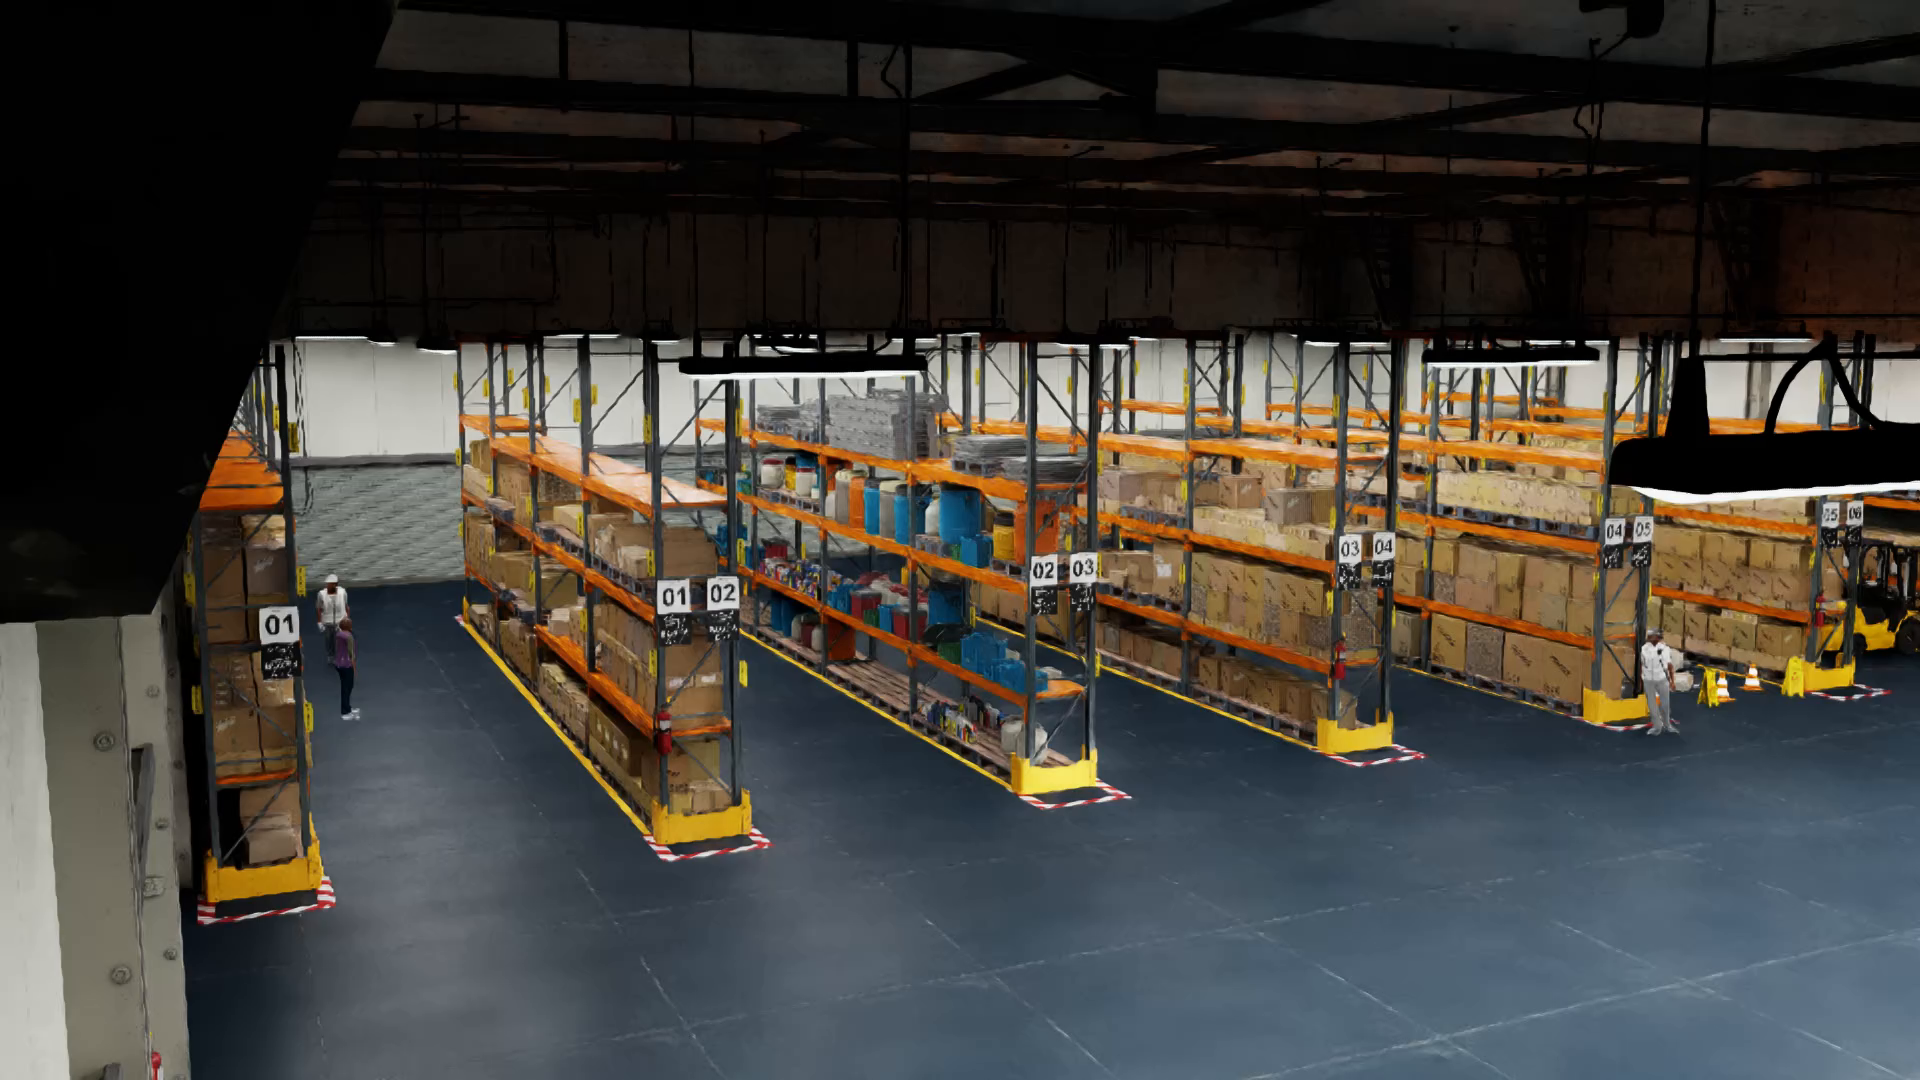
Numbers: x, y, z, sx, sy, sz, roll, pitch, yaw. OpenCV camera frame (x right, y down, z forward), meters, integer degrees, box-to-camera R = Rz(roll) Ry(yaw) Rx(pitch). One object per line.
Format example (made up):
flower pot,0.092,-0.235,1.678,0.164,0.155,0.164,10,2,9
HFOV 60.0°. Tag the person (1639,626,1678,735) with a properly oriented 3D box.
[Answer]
person,10.601,2.123,25.196,0.581,1.666,0.452,6,10,39

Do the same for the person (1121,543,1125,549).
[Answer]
person,3.218,0.889,34.022,0.552,1.709,1.123,-3,8,-22

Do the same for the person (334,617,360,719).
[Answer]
person,-9.640,1.999,26.227,0.505,1.602,0.420,7,10,42

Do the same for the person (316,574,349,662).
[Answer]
person,-11.268,1.449,29.913,0.566,1.704,1.122,-3,8,-22
